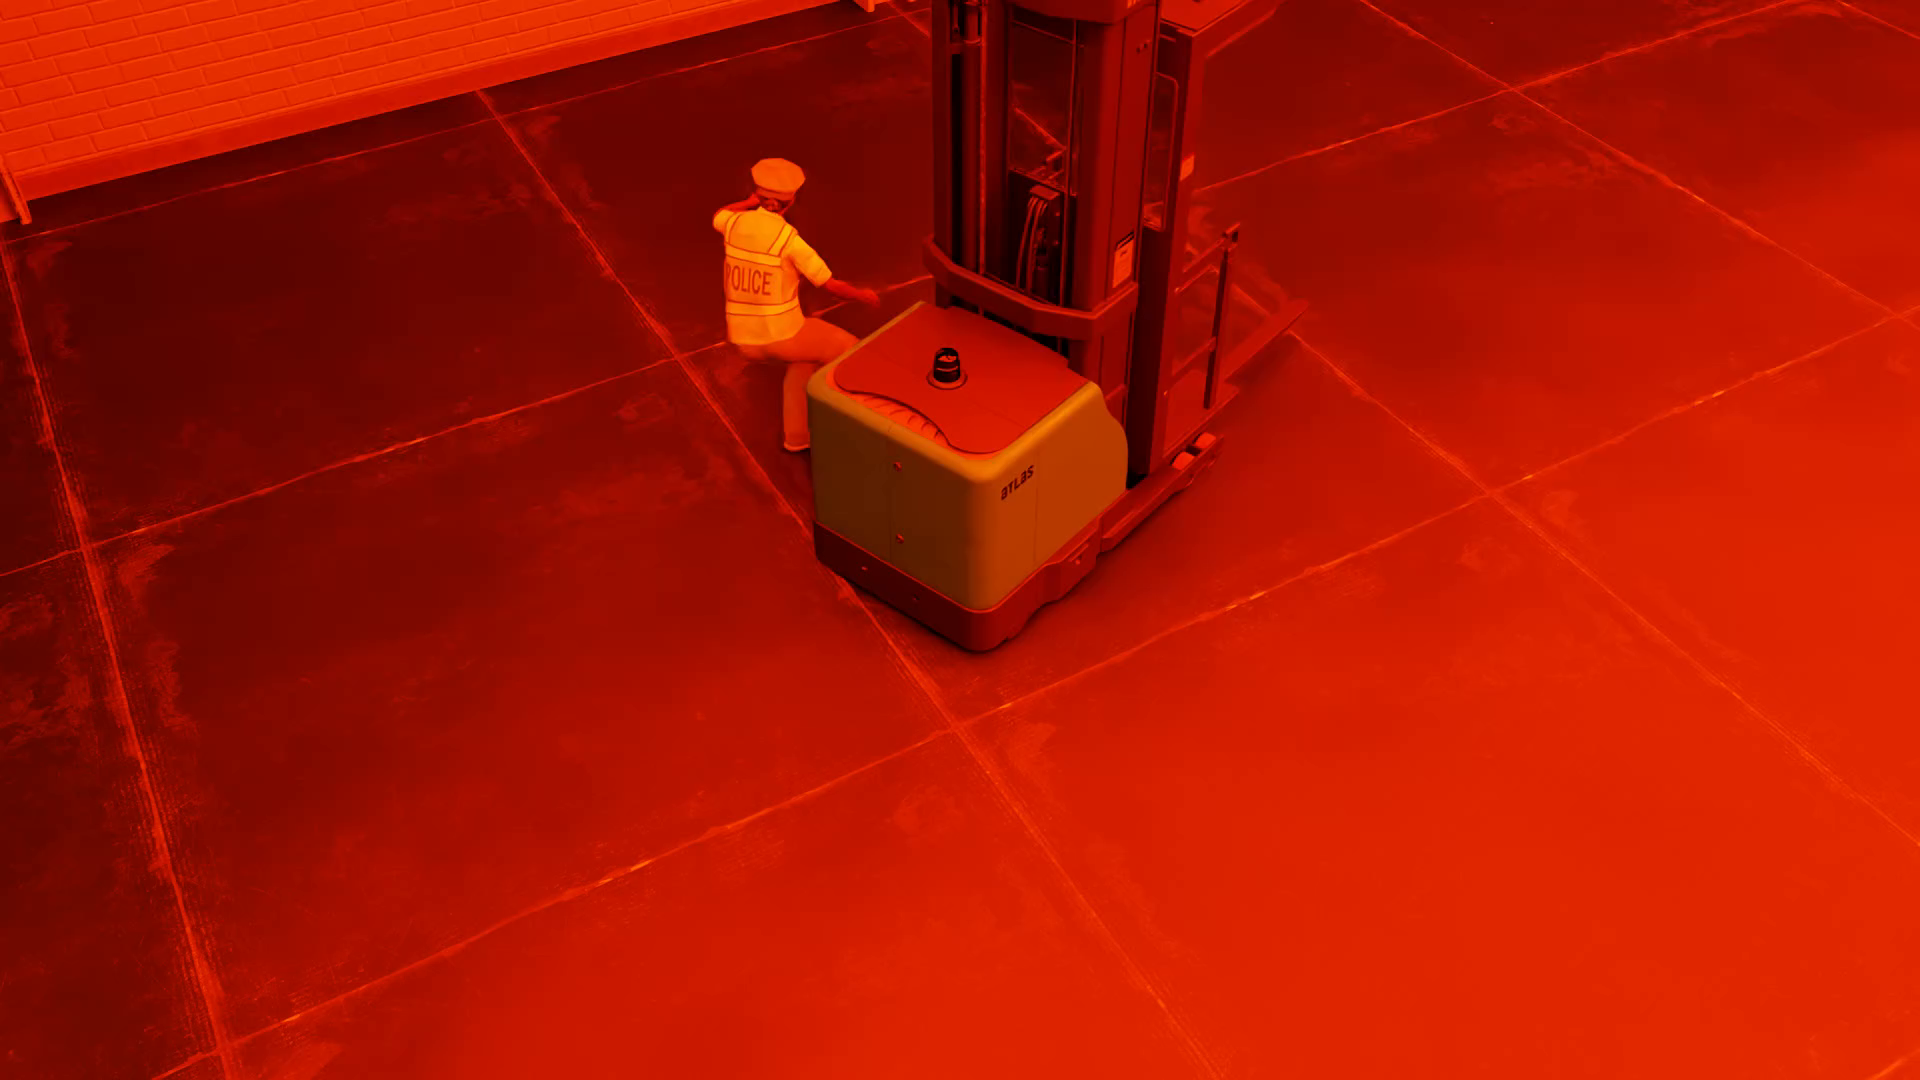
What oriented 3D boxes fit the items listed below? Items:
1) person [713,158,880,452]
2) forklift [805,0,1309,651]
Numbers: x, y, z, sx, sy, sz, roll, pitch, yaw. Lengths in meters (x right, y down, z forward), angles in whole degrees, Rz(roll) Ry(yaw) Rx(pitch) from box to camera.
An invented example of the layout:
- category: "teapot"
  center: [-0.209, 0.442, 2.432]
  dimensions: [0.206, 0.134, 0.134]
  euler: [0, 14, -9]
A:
- category: "person"
  center: [-0.661, -1.133, 8.044]
  dimensions: [1.196, 1.423, 0.856]
  euler: [17, 46, 18]
- category: "forklift"
  center: [0.652, -1.531, 7.349]
  dimensions: [1.130, 2.935, 3.031]
  euler: [29, 50, 28]
